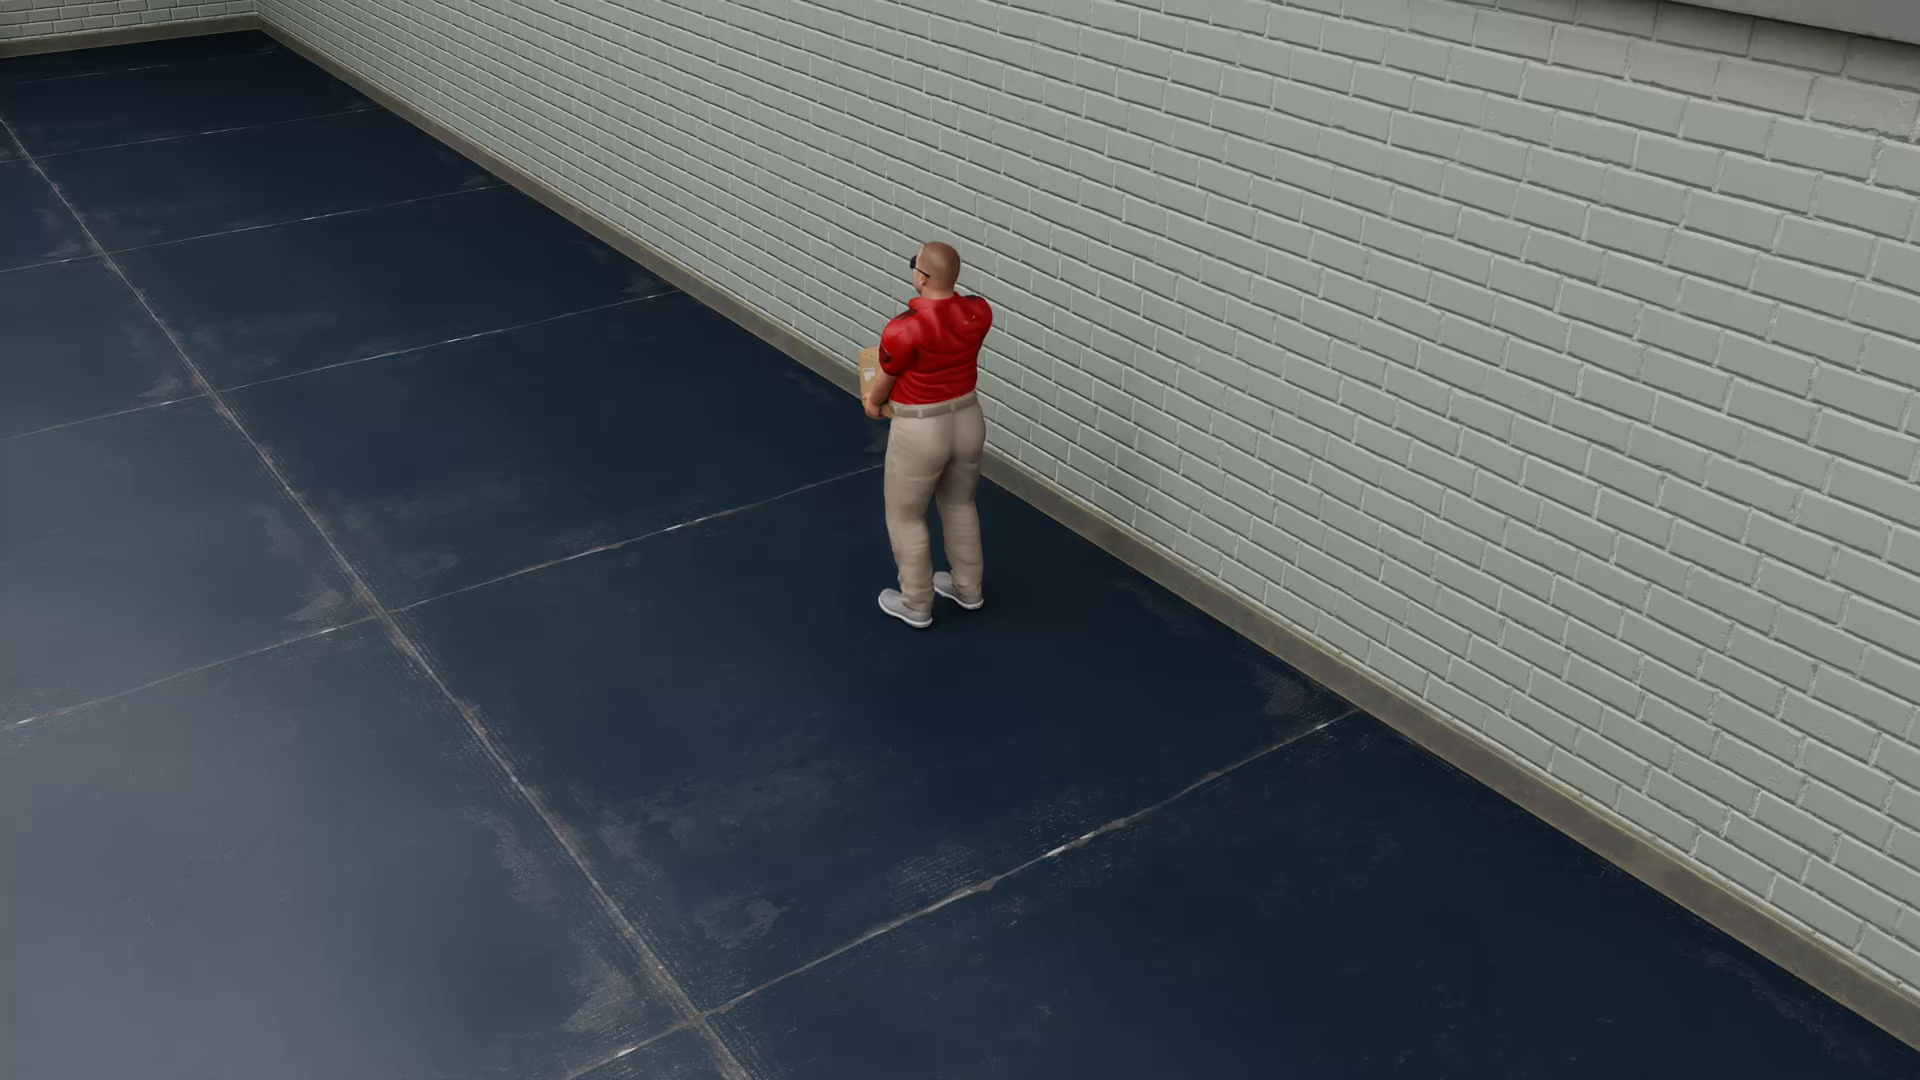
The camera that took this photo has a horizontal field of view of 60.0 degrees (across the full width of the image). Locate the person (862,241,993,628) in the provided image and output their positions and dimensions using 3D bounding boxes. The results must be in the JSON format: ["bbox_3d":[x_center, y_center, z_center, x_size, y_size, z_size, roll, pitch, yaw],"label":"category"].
[{"bbox_3d":[-0.172,-0.477,7.036,0.493,1.712,0.538,-18,33,-30],"label":"person"}]
